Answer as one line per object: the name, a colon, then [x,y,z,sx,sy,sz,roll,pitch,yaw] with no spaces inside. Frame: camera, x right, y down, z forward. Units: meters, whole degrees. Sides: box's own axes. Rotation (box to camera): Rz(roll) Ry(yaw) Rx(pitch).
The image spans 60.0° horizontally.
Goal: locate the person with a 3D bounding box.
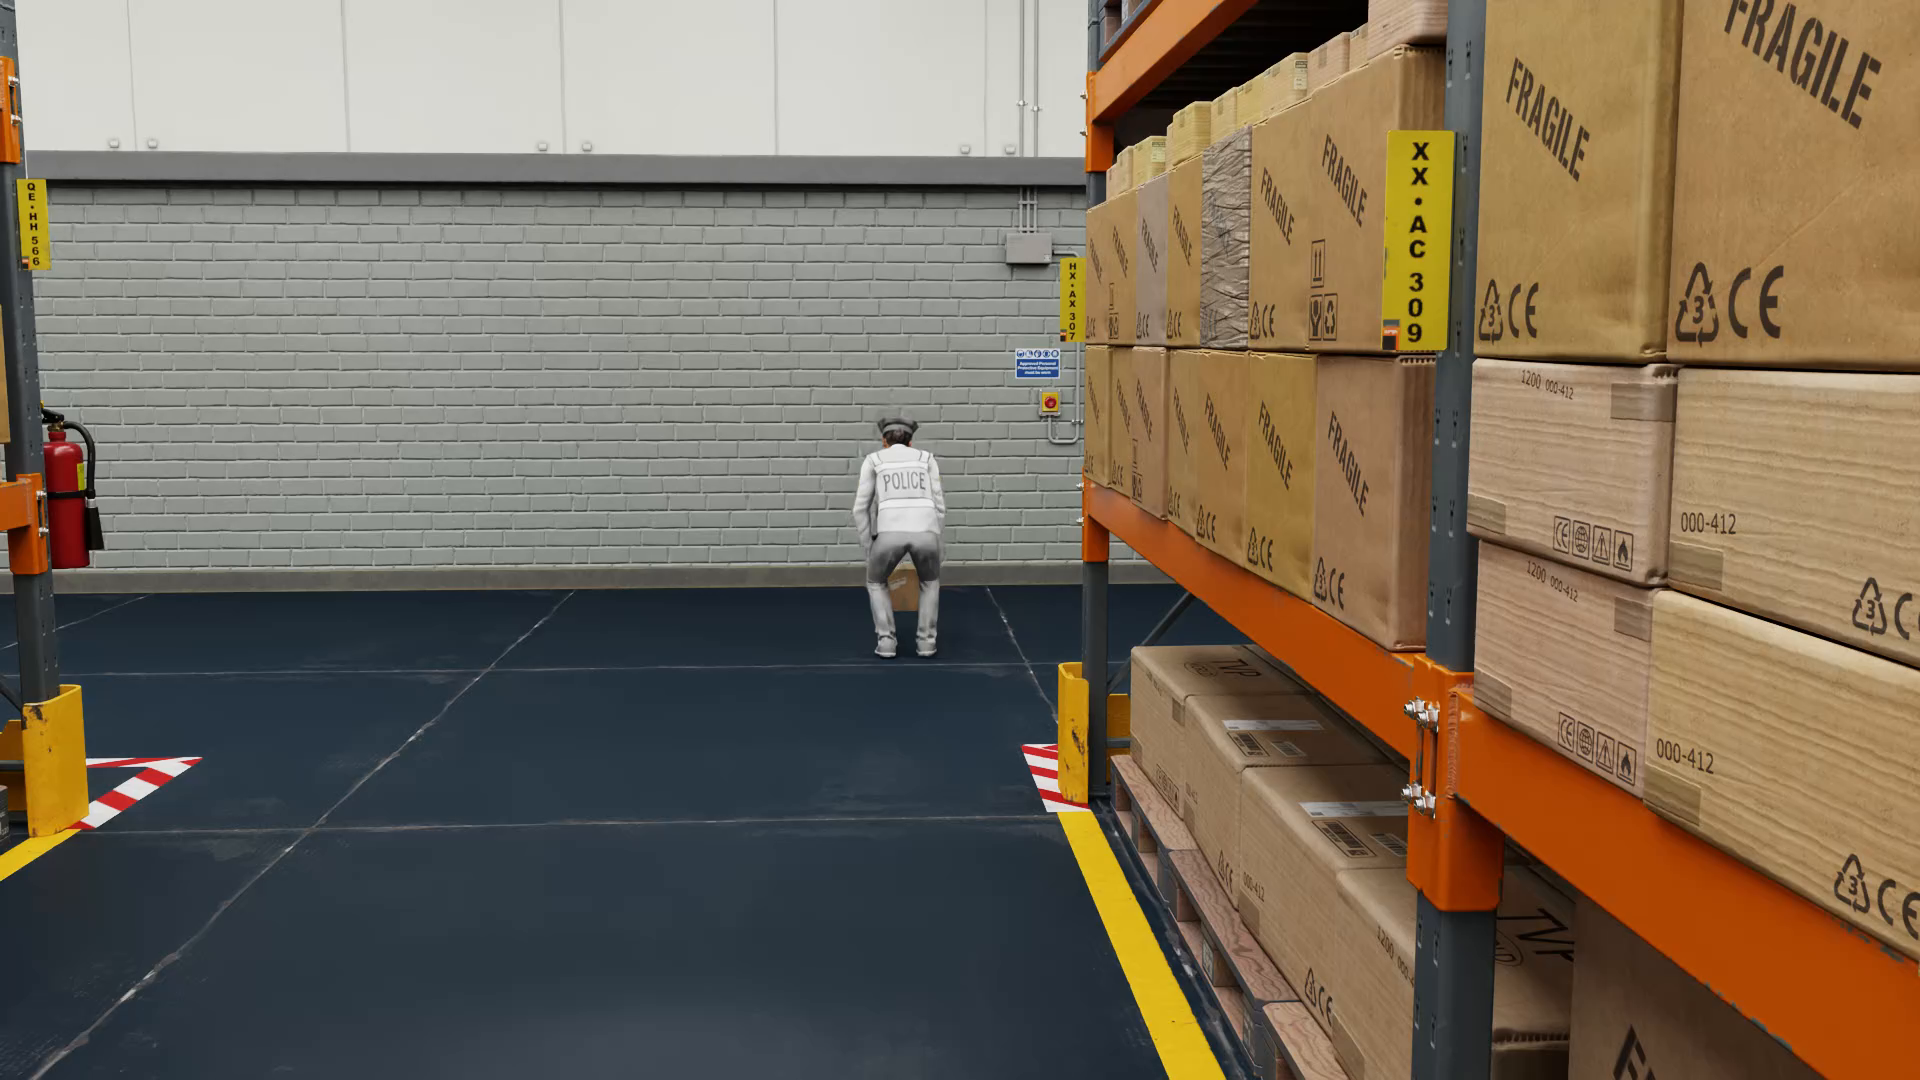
person: [-0.350,-0.017,9.614,0.535,1.376,0.708,0,7,-4]
